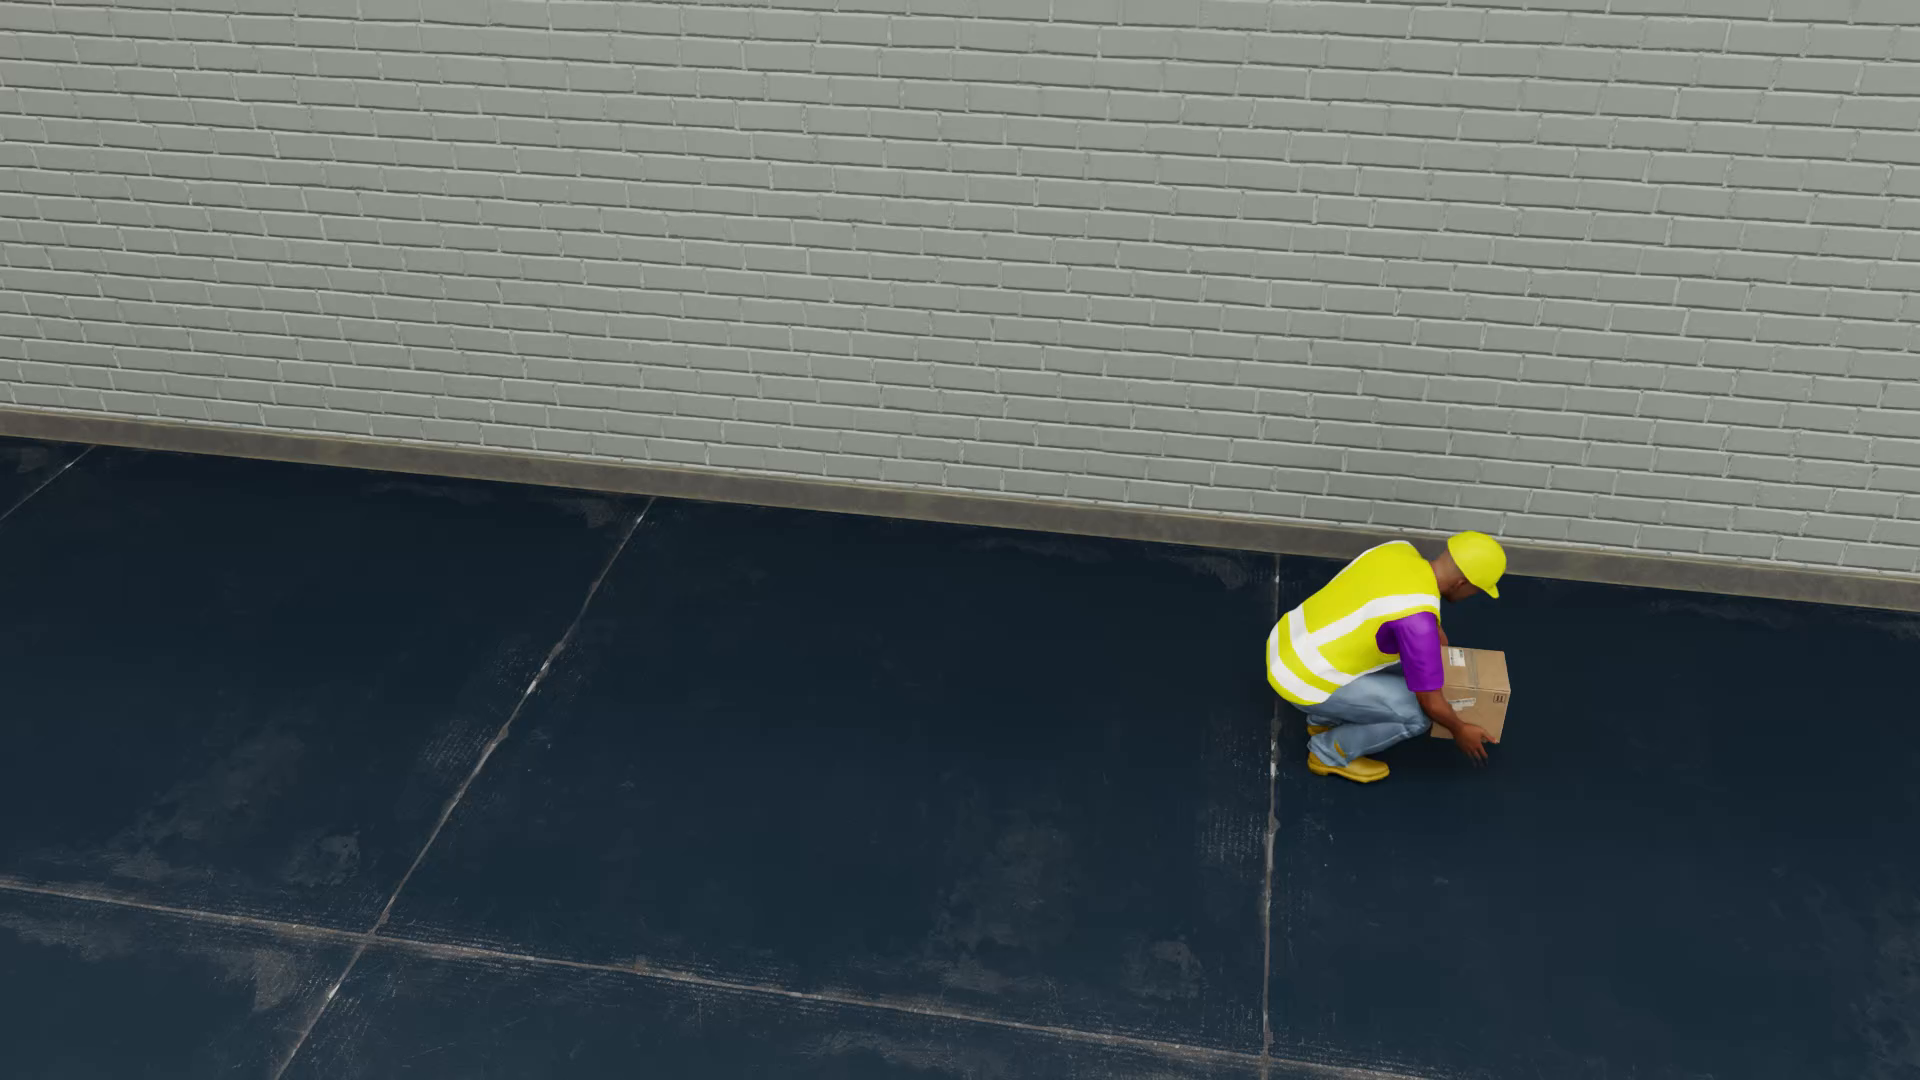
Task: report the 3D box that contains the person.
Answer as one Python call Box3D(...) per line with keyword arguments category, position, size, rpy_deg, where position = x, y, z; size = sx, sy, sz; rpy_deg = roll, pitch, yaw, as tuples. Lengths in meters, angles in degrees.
Box3D(category="person", position=(1.590, 0.402, 6.203), size=(0.870, 1.003, 0.582), rpy_deg=(5, 33, 8))
